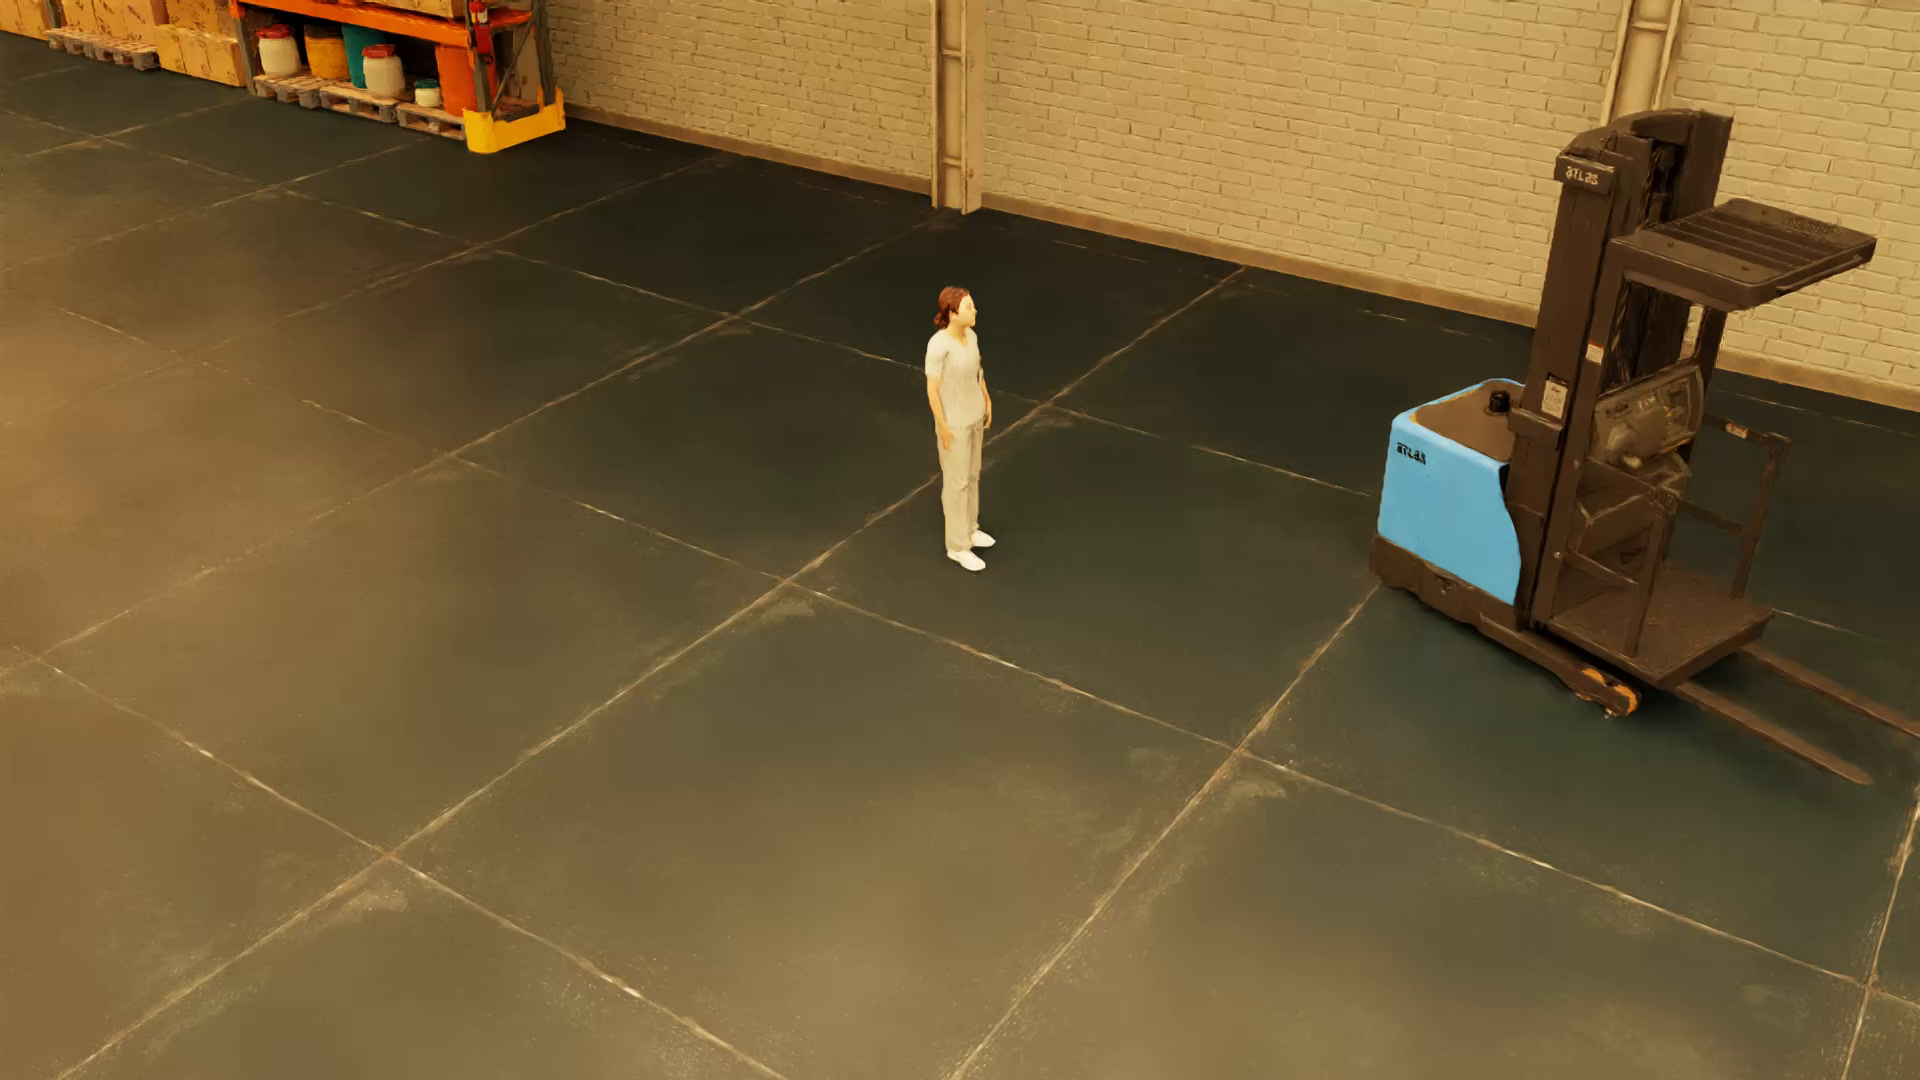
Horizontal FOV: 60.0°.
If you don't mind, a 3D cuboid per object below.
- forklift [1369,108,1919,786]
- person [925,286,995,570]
[{"bbox_3d":[3.756,-0.602,8.618,1.130,2.935,3.031,-20,36,-31],"label":"forklift"},{"bbox_3d":[0.054,-0.704,10.030,0.548,1.674,0.550,19,35,29],"label":"person"}]
